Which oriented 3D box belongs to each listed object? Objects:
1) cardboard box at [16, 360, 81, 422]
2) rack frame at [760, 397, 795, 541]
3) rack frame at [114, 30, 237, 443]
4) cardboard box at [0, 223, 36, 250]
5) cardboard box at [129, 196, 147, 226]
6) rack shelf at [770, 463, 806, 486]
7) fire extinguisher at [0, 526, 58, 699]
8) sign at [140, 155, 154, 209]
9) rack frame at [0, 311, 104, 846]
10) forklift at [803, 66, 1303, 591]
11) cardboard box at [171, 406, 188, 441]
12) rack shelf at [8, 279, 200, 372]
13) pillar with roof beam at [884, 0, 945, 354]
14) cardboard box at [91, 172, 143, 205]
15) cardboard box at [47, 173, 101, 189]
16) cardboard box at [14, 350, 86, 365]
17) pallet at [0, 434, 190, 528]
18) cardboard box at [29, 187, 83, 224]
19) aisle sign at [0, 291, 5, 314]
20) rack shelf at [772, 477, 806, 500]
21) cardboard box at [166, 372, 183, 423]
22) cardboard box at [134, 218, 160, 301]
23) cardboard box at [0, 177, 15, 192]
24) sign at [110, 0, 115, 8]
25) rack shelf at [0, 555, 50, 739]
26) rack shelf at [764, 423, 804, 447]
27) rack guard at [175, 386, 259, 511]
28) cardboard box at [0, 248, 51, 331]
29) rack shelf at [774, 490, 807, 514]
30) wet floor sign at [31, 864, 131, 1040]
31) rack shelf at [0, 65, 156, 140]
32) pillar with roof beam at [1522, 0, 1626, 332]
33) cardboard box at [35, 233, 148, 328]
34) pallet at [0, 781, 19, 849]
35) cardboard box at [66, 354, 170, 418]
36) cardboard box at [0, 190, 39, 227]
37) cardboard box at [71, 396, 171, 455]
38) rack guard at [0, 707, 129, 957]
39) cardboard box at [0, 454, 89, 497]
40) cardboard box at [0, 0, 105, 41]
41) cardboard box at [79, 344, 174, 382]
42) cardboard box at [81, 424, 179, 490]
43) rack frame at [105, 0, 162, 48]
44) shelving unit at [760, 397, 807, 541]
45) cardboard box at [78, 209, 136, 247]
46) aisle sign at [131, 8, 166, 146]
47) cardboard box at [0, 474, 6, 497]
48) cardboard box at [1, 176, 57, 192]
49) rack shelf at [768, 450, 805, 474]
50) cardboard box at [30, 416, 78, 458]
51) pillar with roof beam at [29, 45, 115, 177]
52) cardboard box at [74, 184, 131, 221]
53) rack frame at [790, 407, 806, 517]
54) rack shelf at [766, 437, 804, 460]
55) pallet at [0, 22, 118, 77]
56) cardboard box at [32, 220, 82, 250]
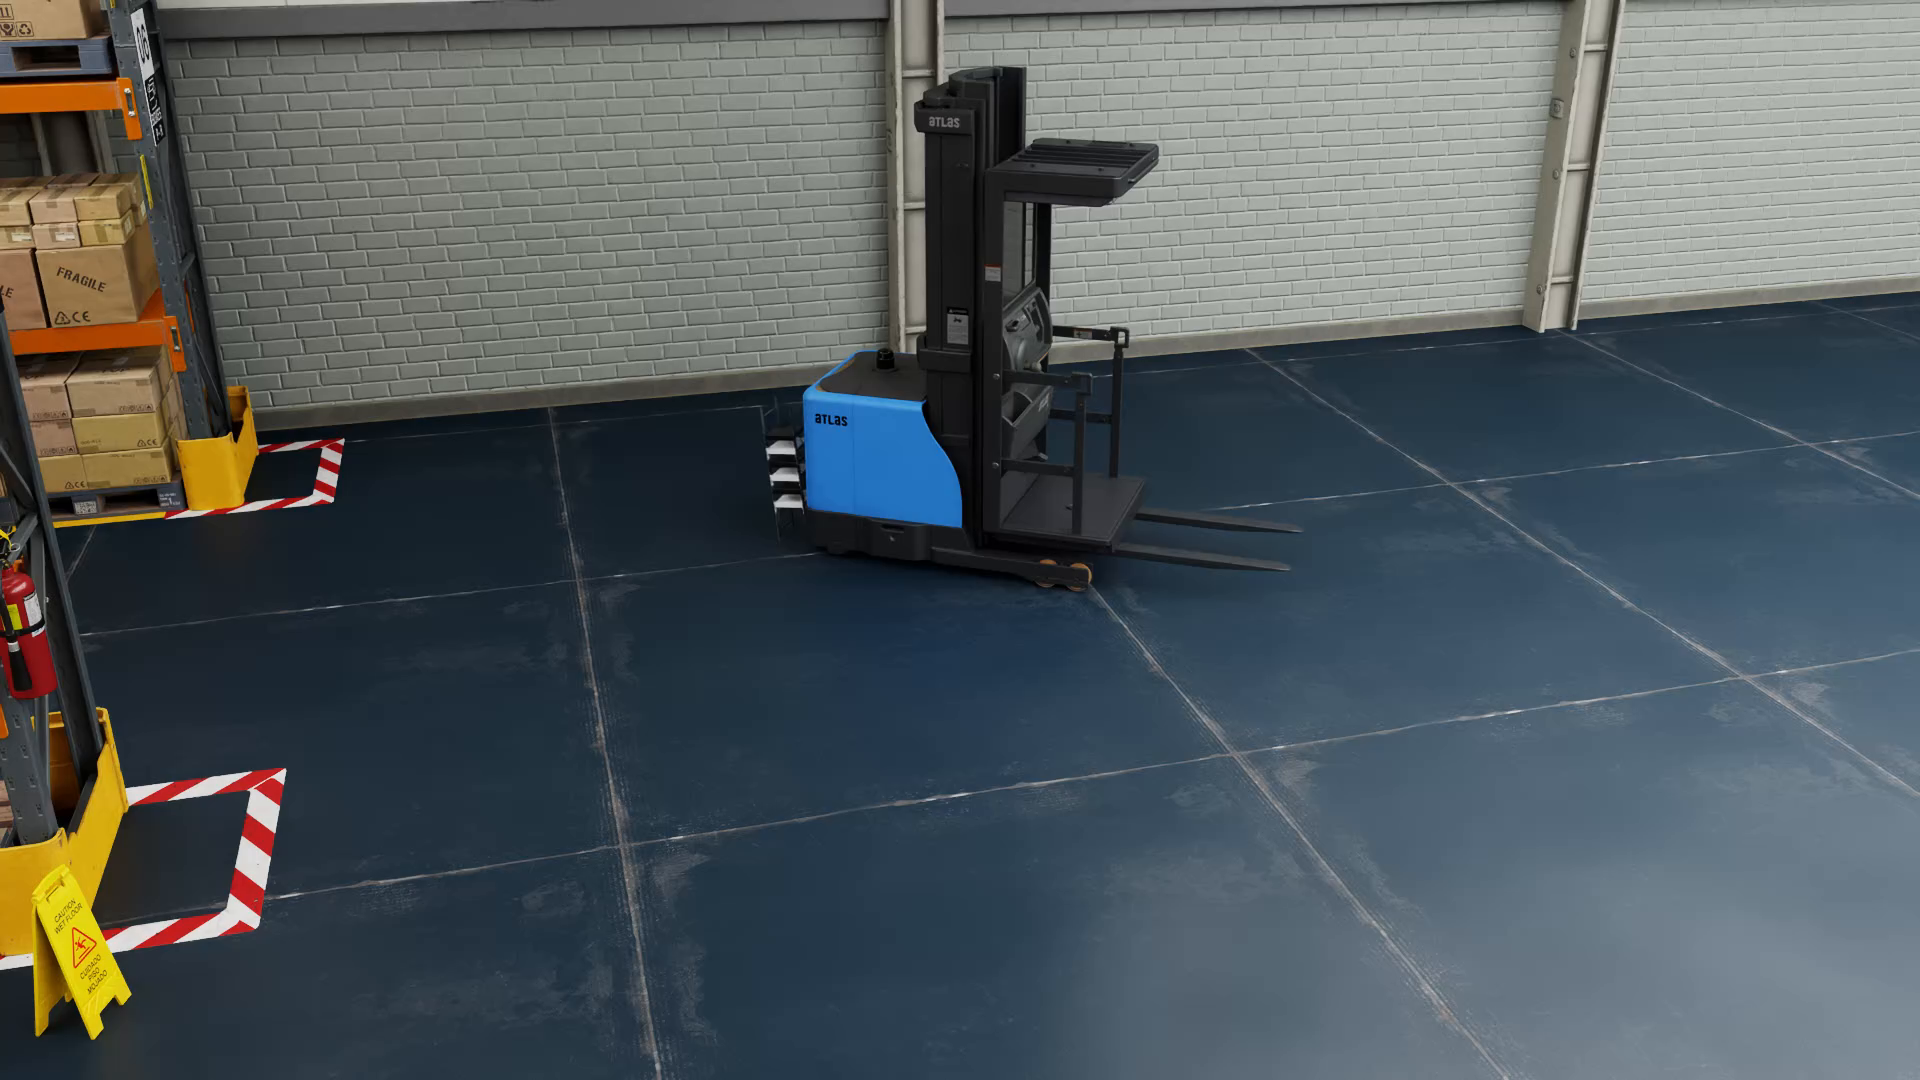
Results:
[{"bbox_3d":[-6.062,-0.968,10.889,0.500,0.250,0.500,-6,24,-13],"label":"cardboard box"},{"bbox_3d":[-1.169,-0.453,10.668,0.006,0.900,0.240,2,23,19],"label":"rack frame"},{"bbox_3d":[-5.213,-1.804,11.149,0.127,3.000,1.000,-6,24,-14],"label":"rack frame"},{"bbox_3d":[-5.975,-1.961,10.568,0.250,0.149,0.380,-6,24,-13],"label":"cardboard box"},{"bbox_3d":[-5.609,-2.210,11.147,0.250,0.149,0.380,-7,24,-16],"label":"cardboard box"},{"bbox_3d":[-1.070,-0.419,10.647,0.200,0.077,0.258,2,23,19],"label":"rack shelf"},{"bbox_3d":[-3.634,0.279,6.394,0.183,0.674,0.296,-6,24,-14],"label":"fire extinguisher"},{"bbox_3d":[-5.079,-2.237,10.391,0.005,0.325,0.100,-6,24,-14],"label":"sign"},{"bbox_3d":[-3.868,0.081,6.758,0.127,3.000,1.000,-6,24,-14],"label":"rack frame"},{"bbox_3d":[0.596,-1.272,9.997,3.031,2.935,1.130,7,24,16],"label":"forklift"},{"bbox_3d":[-5.738,-0.755,11.660,0.500,0.250,0.500,-6,24,-14],"label":"cardboard box"},{"bbox_3d":[-7.138,-1.260,10.795,4.000,0.370,1.077,-6,24,-14],"label":"rack shelf"},{"bbox_3d":[0.813,-3.833,8.271,0.400,9.000,9.100,-6,24,-14],"label":"pillar with roof beam"},{"bbox_3d":[-5.594,-2.330,11.049,0.250,0.149,0.380,-7,24,-15],"label":"cardboard box"},{"bbox_3d":[-5.867,-2.325,11.038,0.250,0.149,0.380,-5,24,-13],"label":"cardboard box"},{"bbox_3d":[-6.207,-1.158,11.332,0.500,0.250,0.500,-6,24,-14],"label":"cardboard box"},{"bbox_3d":[-5.938,-0.425,11.472,1.213,0.211,1.003,-6,24,-14],"label":"pallet"},{"bbox_3d":[-5.730,-2.128,10.579,0.250,0.149,0.380,-6,24,-14],"label":"cardboard box"},{"bbox_3d":[-3.892,-1.238,6.535,0.004,0.787,0.394,-6,24,-14],"label":"aisle sign"},{"bbox_3d":[-1.062,-0.335,10.680,0.200,0.077,0.258,2,23,19],"label":"rack shelf"},{"bbox_3d":[-5.721,-0.991,11.577,0.500,0.250,0.500,-6,24,-13],"label":"cardboard box"},{"bbox_3d":[-5.765,-1.902,11.252,0.500,0.500,0.500,-6,24,-13],"label":"cardboard box"},{"bbox_3d":[-6.347,-2.260,10.887,0.250,0.149,0.380,-6,24,-14],"label":"cardboard box"},{"bbox_3d":[-5.079,-3.345,9.915,0.005,0.325,0.100,-6,24,-14],"label":"sign"},{"bbox_3d":[-5.794,0.624,6.404,4.000,0.370,1.077,-6,24,-14],"label":"rack shelf"},{"bbox_3d":[-1.096,-0.669,10.549,0.200,0.077,0.258,2,23,19],"label":"rack shelf"},{"bbox_3d":[-5.190,-0.657,11.648,0.348,0.500,1.175,-6,24,-14],"label":"rack guard"},{"bbox_3d":[-6.118,-1.646,10.654,0.500,0.500,0.500,-6,24,-13],"label":"cardboard box"},{"bbox_3d":[-1.053,-0.252,10.712,0.200,0.077,0.258,2,23,19],"label":"rack shelf"},{"bbox_3d":[-3.396,1.548,6.323,0.232,0.644,0.267,2,23,4],"label":"wet floor sign"},{"bbox_3d":[-7.138,-2.638,10.203,4.000,0.370,1.077,-6,24,-14],"label":"rack shelf"},{"bbox_3d":[6.590,-4.472,9.761,0.400,9.000,9.100,-6,24,-14],"label":"pillar with roof beam"},{"bbox_3d":[-5.616,-1.697,10.775,0.500,0.500,0.500,-7,24,-16],"label":"cardboard box"},{"bbox_3d":[-4.733,1.443,7.119,1.213,0.211,1.003,-6,24,-14],"label":"pallet"},{"bbox_3d":[-5.572,-1.025,11.021,0.500,0.250,0.500,-5,24,-13],"label":"cardboard box"},{"bbox_3d":[-5.974,-2.090,10.490,0.250,0.149,0.380,-6,24,-13],"label":"cardboard box"},{"bbox_3d":[-5.597,-0.792,11.113,0.500,0.250,0.500,-7,24,-15],"label":"cardboard box"},{"bbox_3d":[-3.941,1.237,7.232,0.348,0.500,1.175,-6,24,-14],"label":"rack guard"},{"bbox_3d":[-6.061,-0.514,11.097,0.500,0.250,0.500,-6,24,-14],"label":"cardboard box"},{"bbox_3d":[-5.573,-3.327,10.110,0.500,0.500,0.500,-6,24,-13],"label":"cardboard box"},{"bbox_3d":[-5.727,-1.213,11.460,0.500,0.250,0.500,-7,24,-15],"label":"cardboard box"},{"bbox_3d":[-5.580,-0.563,11.212,0.500,0.250,0.500,-6,24,-14],"label":"cardboard box"},{"bbox_3d":[-5.213,-4.560,9.966,0.127,3.000,1.000,-6,24,-14],"label":"rack frame"},{"bbox_3d":[-1.073,-0.450,10.635,0.210,0.900,0.258,2,23,19],"label":"shelving unit"},{"bbox_3d":[-5.471,-2.004,10.668,0.250,0.149,0.380,-6,24,-14],"label":"cardboard box"},{"bbox_3d":[-5.070,-2.894,10.393,0.004,0.787,0.394,-6,24,-14],"label":"aisle sign"},{"bbox_3d":[-6.545,-0.464,10.981,0.500,0.250,0.500,-6,24,-14],"label":"cardboard box"},{"bbox_3d":[-6.105,-2.281,10.935,0.250,0.149,0.380,-6,24,-13],"label":"cardboard box"},{"bbox_3d":[-1.079,-0.502,10.614,0.200,0.077,0.258,2,23,19],"label":"rack shelf"},{"bbox_3d":[-6.083,-0.743,10.998,0.500,0.250,0.500,-7,24,-15],"label":"cardboard box"},{"bbox_3d":[-4.964,-3.194,6.782,0.400,9.000,9.100,-6,24,-14],"label":"pillar with roof beam"},{"bbox_3d":[-5.501,-2.166,10.668,0.250,0.149,0.380,-6,24,-14],"label":"cardboard box"},{"bbox_3d":[-0.977,-0.447,10.602,0.006,0.900,0.240,2,23,19],"label":"rack frame"},{"bbox_3d":[-1.087,-0.586,10.581,0.200,0.077,0.258,2,23,19],"label":"rack shelf"},{"bbox_3d":[-5.900,-3.076,10.423,1.213,0.211,1.003,-6,24,-14],"label":"pallet"},{"bbox_3d":[-5.709,-1.966,10.578,0.250,0.149,0.380,-6,24,-14],"label":"cardboard box"}]
